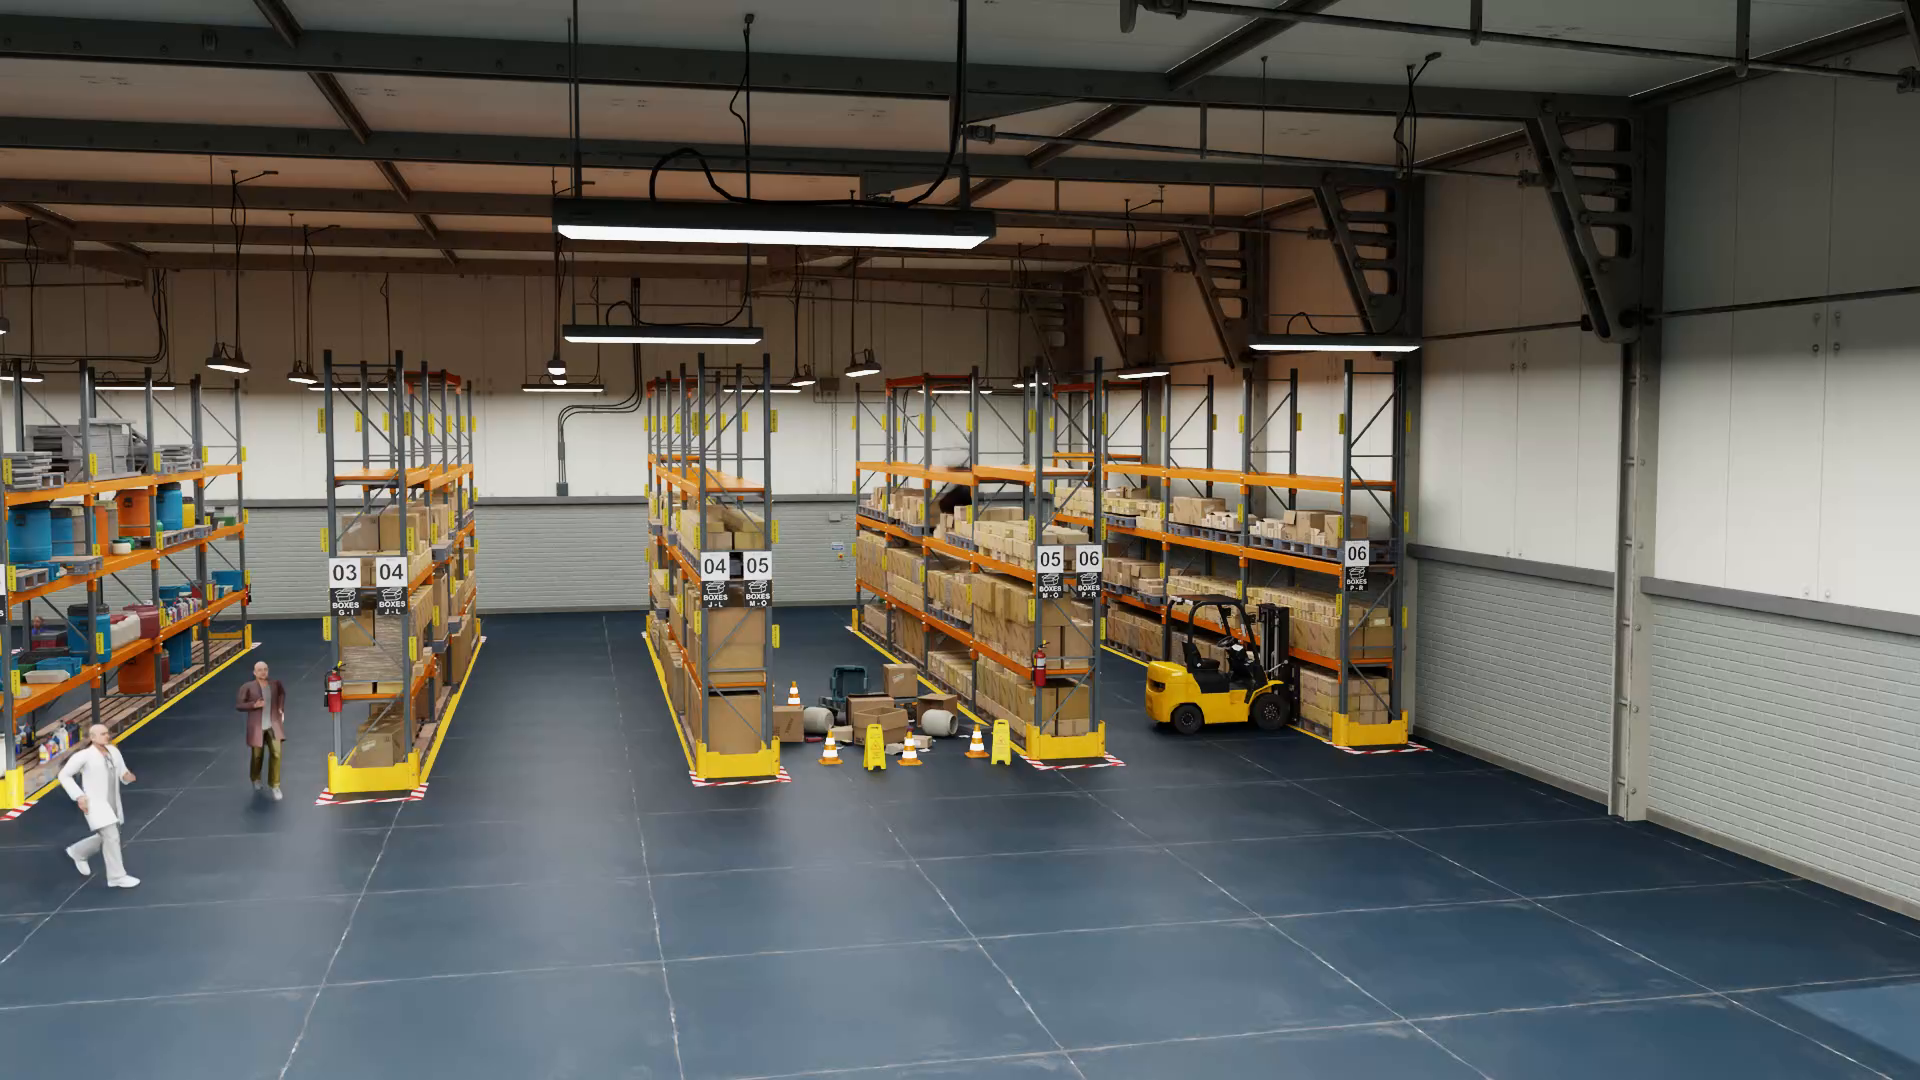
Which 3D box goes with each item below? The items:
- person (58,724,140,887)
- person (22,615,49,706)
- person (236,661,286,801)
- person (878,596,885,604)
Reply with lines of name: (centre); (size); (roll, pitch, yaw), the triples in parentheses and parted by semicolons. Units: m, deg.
person: (-9.312, 2.858, 17.970); (0.955, 1.756, 0.709); (1, 4, 15)
person: (-16.226, 2.155, 29.224); (0.559, 1.649, 0.615); (-1, 4, -16)
person: (-9.373, 2.547, 22.372); (0.692, 1.834, 0.846); (-3, 5, -35)
person: (-1.821, 1.237, 41.843); (0.865, 1.721, 0.691); (2, 4, 28)
